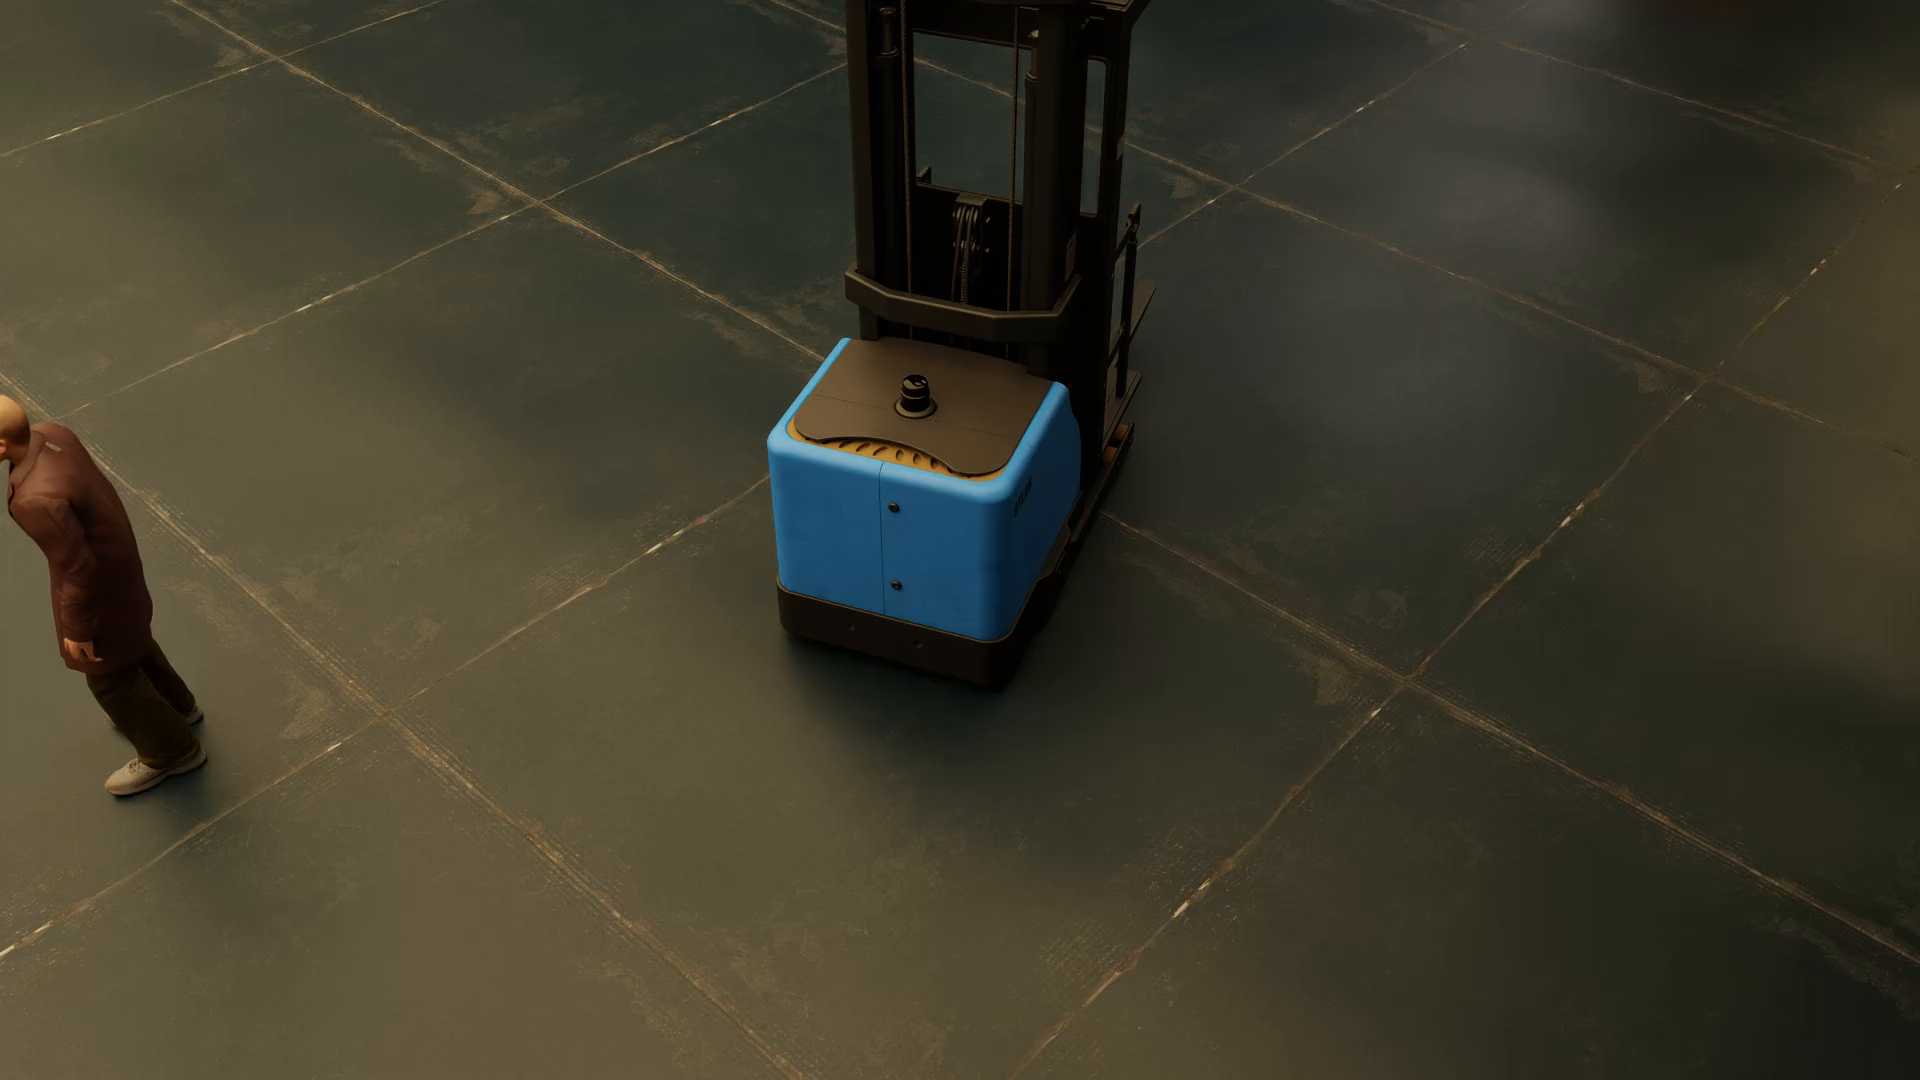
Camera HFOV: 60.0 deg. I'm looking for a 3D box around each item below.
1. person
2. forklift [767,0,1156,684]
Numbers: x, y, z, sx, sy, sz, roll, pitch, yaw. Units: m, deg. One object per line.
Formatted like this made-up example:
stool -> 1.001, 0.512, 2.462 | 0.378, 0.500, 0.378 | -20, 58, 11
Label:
person -> -3.199, 0.177, 6.110 | 0.420, 1.774, 0.643 | -14, 43, -16
forklift -> 0.211, -1.484, 7.158 | 1.130, 2.935, 3.031 | 14, 42, 15
